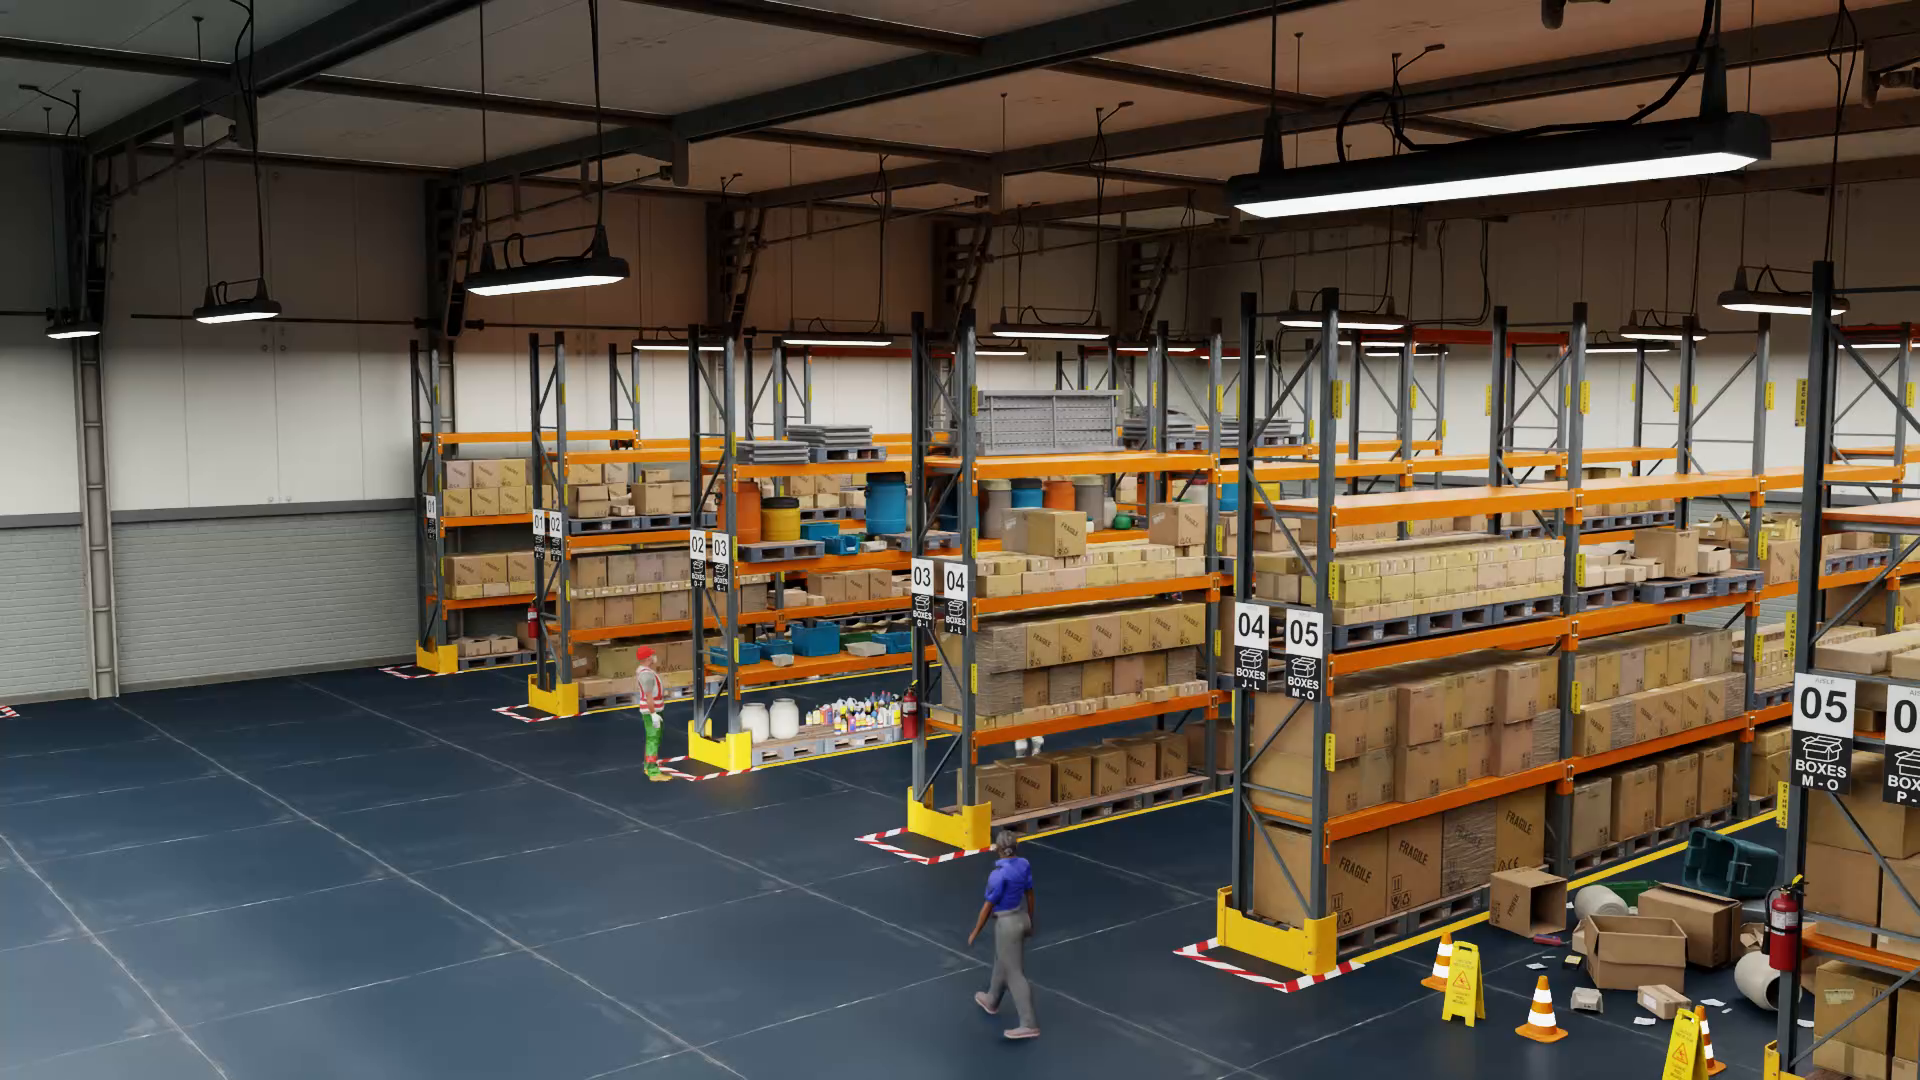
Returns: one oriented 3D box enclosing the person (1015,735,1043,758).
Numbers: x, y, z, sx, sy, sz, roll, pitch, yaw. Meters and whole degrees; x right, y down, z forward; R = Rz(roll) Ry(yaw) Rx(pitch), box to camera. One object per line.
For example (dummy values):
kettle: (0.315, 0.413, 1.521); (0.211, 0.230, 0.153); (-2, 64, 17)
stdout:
person: (0.911, 2.155, 22.438); (0.451, 1.716, 0.482); (1, 5, 10)

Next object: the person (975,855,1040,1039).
person: (2.411, 2.451, 20.803); (4.148, 1.563, 15.639); (3, 6, 28)

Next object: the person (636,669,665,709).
person: (-4.079, 1.924, 21.804); (0.383, 0.544, 0.424); (0, 5, 1)
